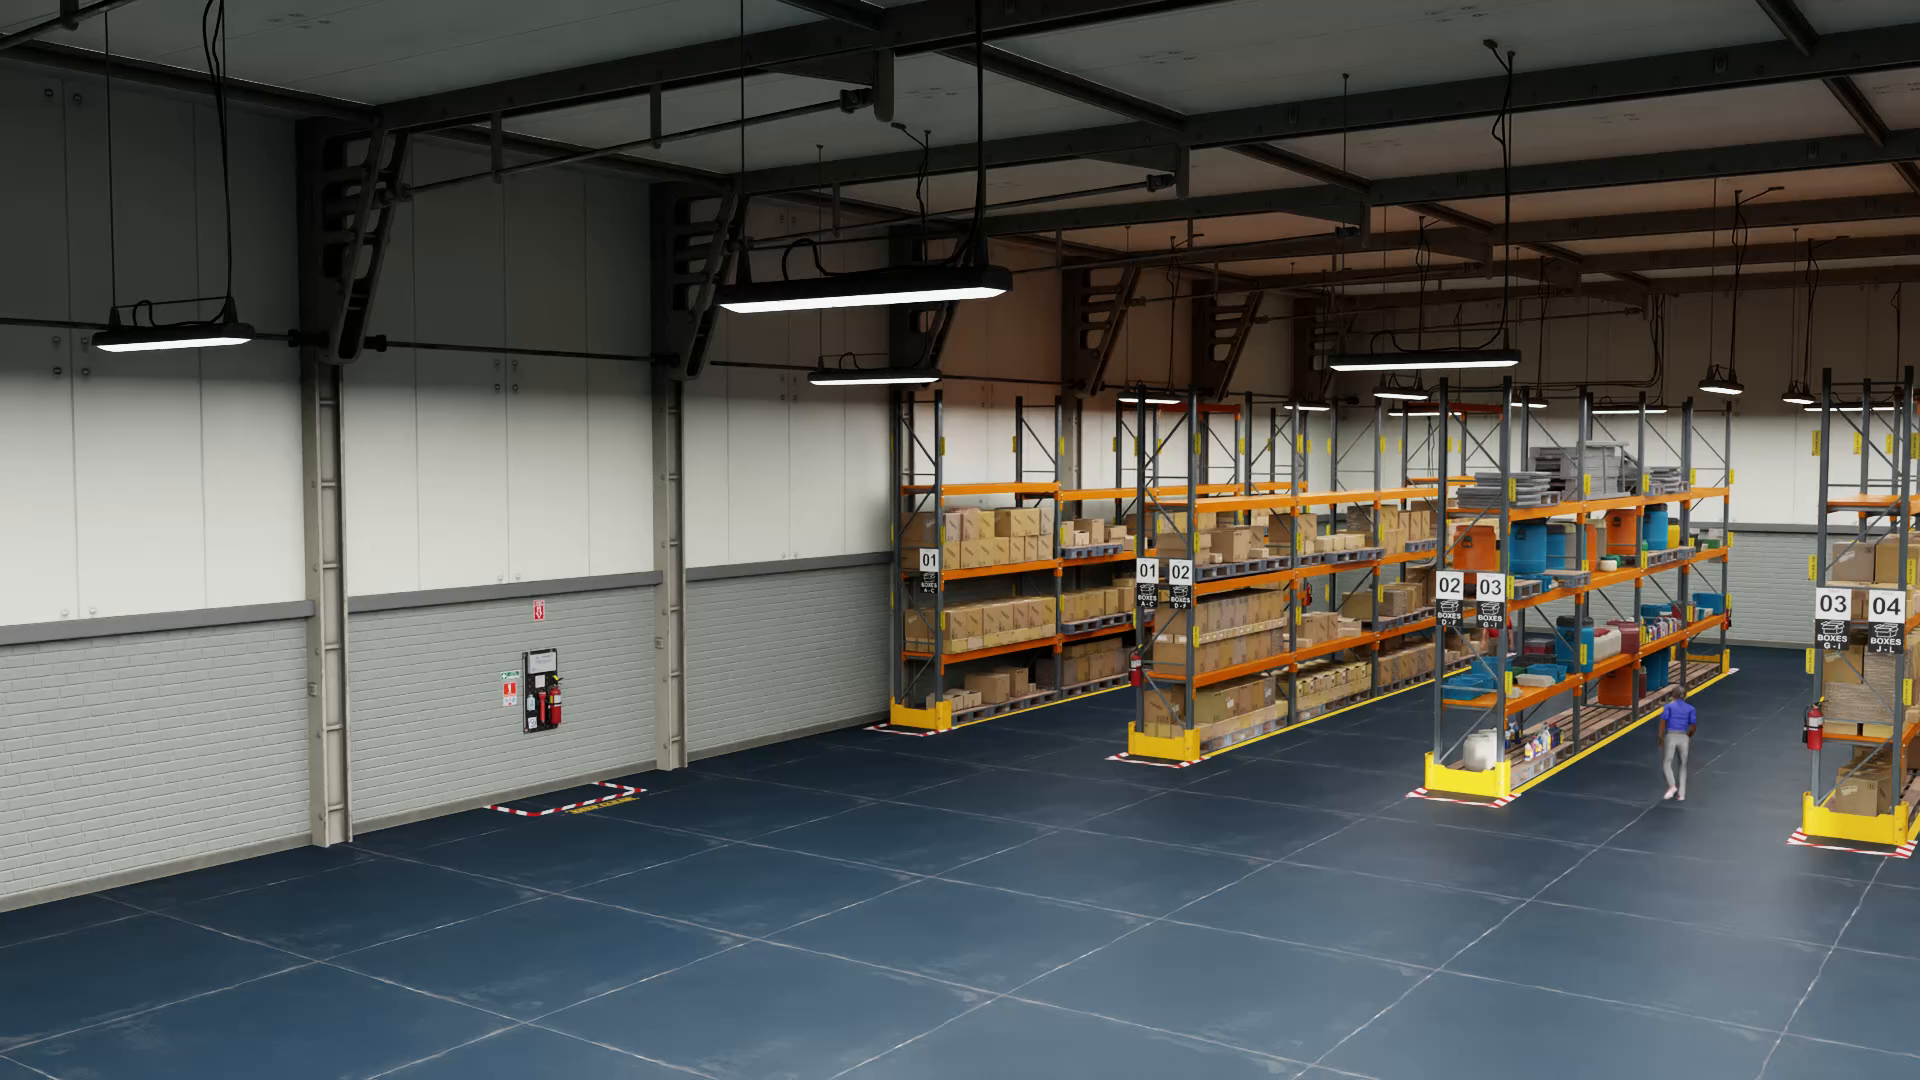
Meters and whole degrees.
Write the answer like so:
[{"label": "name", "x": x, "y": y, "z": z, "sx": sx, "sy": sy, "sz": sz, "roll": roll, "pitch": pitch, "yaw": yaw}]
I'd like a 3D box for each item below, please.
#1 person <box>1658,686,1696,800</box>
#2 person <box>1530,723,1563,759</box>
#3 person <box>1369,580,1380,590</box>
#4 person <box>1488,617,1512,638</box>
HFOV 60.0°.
[{"label": "person", "x": 10.147, "y": 2.886, "z": 23.524, "sx": 0.507, "sy": 1.596, "sz": 0.677, "roll": 1, "pitch": 3, "yaw": 19}, {"label": "person", "x": 16.626, "y": 1.608, "z": 30.396, "sx": 27.195, "sy": 3.375, "sz": 11.814, "roll": 0, "pitch": 3, "yaw": -3}, {"label": "person", "x": 10.410, "y": 1.827, "z": 41.776, "sx": 0.485, "sy": 1.718, "sz": 0.505, "roll": 2, "pitch": 4, "yaw": 31}, {"label": "person", "x": 20.709, "y": 2.493, "z": 30.276, "sx": 21.668, "sy": 1.584, "sz": 2.321, "roll": 2, "pitch": 4, "yaw": 31}]
